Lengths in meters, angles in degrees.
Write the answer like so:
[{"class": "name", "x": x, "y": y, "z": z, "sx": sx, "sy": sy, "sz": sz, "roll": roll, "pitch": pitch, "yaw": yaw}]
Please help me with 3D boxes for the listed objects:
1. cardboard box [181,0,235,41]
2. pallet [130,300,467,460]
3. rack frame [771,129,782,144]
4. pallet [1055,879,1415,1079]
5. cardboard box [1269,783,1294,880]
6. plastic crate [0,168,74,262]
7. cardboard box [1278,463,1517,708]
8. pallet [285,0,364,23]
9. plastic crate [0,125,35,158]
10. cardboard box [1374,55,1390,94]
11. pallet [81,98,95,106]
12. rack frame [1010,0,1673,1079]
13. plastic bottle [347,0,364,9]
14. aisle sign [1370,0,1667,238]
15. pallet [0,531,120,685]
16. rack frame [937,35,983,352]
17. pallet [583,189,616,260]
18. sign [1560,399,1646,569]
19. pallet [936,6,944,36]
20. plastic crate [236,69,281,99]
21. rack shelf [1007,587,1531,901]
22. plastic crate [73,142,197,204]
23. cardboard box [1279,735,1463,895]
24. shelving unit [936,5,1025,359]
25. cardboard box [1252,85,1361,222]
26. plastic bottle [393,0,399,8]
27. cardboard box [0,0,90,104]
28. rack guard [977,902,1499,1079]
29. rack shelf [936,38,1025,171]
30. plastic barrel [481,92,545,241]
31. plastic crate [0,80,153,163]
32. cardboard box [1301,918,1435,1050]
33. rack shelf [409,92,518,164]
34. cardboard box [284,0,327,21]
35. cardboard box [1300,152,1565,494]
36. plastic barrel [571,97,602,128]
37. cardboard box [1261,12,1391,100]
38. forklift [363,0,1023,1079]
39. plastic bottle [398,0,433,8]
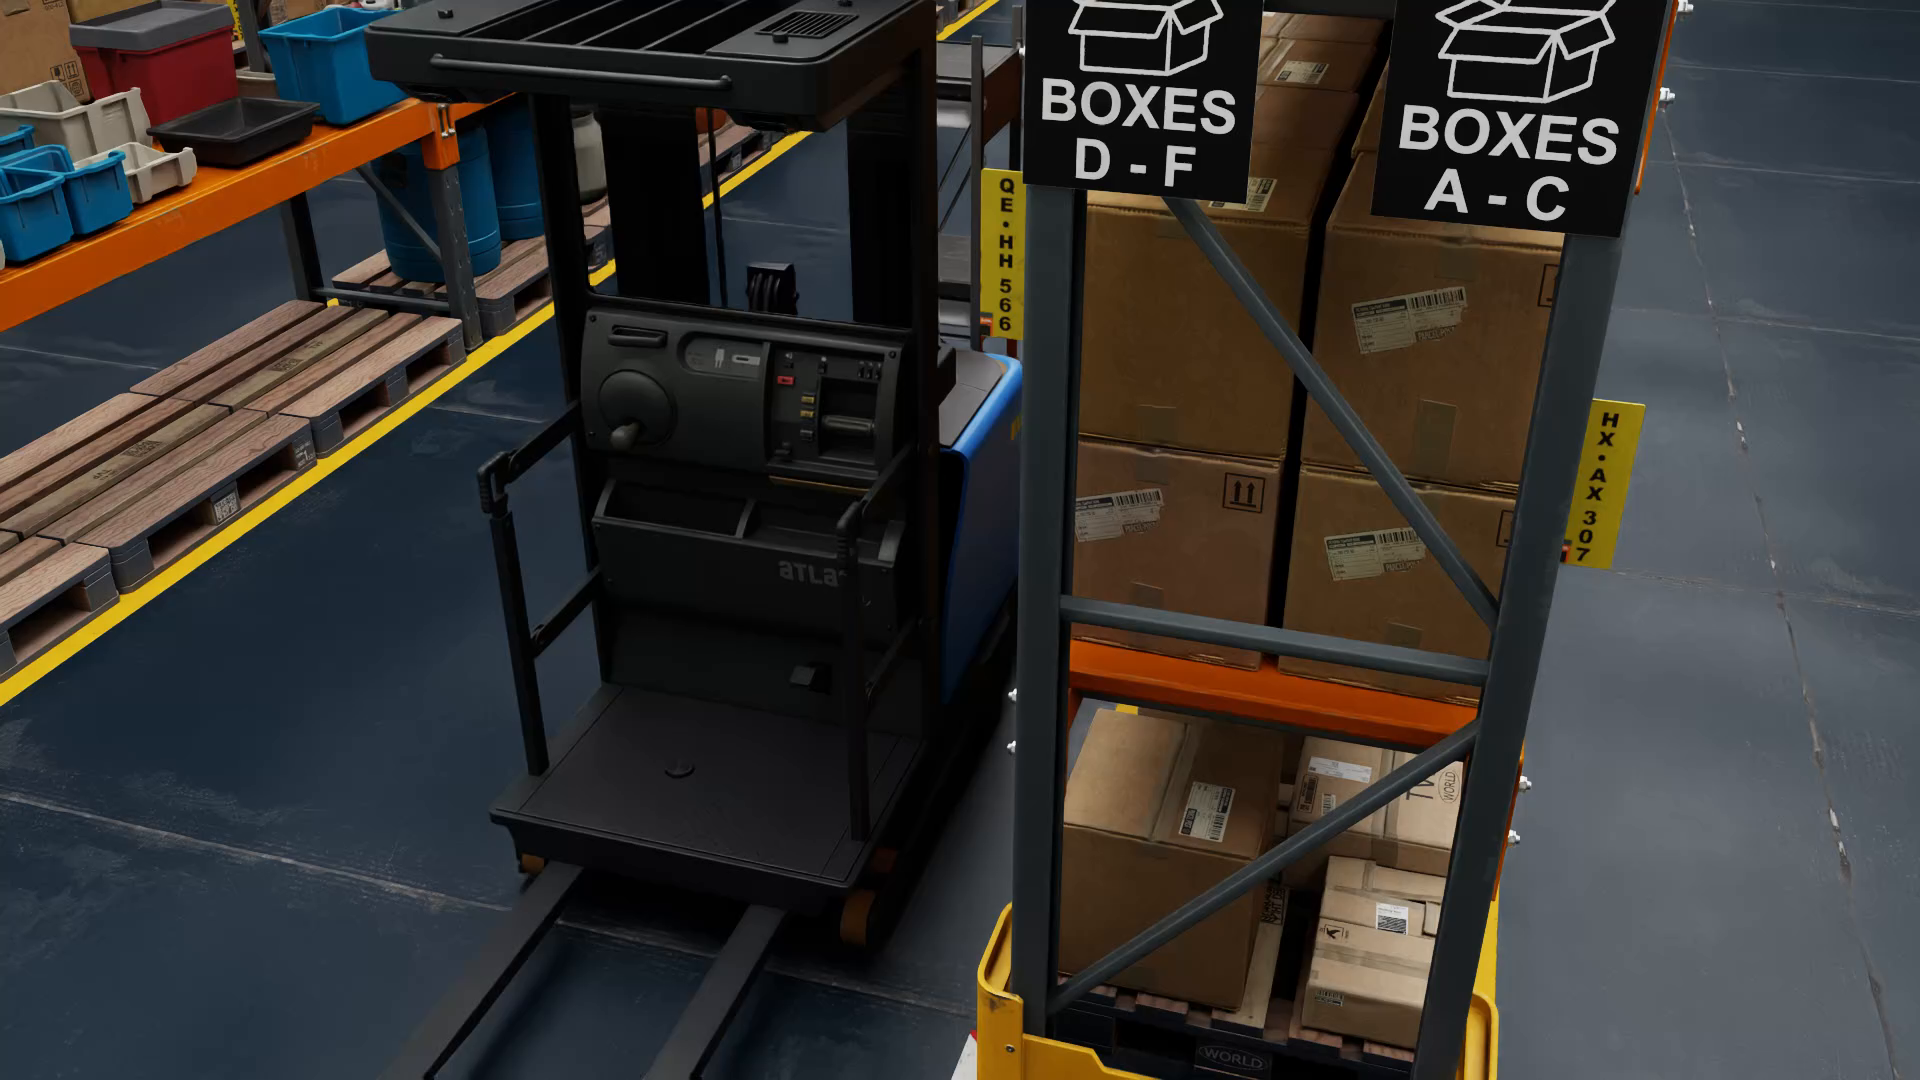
[{"class": "cardboard box", "x": -6.332, "y": -4.343, "z": 13.590, "sx": 0.700, "sy": 0.500, "sz": 0.500, "roll": 7, "pitch": 30, "yaw": 12}, {"class": "pallet", "x": -3.127, "y": -0.797, "z": 7.966, "sx": 1.003, "sy": 0.211, "sz": 1.213, "roll": 8, "pitch": 30, "yaw": 15}, {"class": "rack frame", "x": -1.774, "y": -4.222, "z": 11.254, "sx": 1.000, "sy": 3.000, "sz": 0.127, "roll": 8, "pitch": 30, "yaw": 15}, {"class": "pallet", "x": 0.867, "y": 1.017, "z": 4.704, "sx": 1.003, "sy": 0.211, "sz": 1.213, "roll": 8, "pitch": 30, "yaw": 15}, {"class": "cardboard box", "x": 0.741, "y": 0.787, "z": 4.711, "sx": 0.380, "sy": 0.166, "sz": 0.250, "roll": 8, "pitch": 30, "yaw": 15}, {"class": "plastic crate", "x": -3.349, "y": -1.137, "z": 5.818, "sx": 0.416, "sy": 0.233, "sz": 0.300, "roll": 8, "pitch": 30, "yaw": 15}, {"class": "cardboard box", "x": 0.994, "y": -0.008, "z": 3.576, "sx": 0.500, "sy": 0.500, "sz": 0.500, "roll": 9, "pitch": 30, "yaw": 16}, {"class": "pallet", "x": -5.918, "y": -4.638, "z": 14.870, "sx": 1.003, "sy": 0.211, "sz": 1.213, "roll": 8, "pitch": 30, "yaw": 15}, {"class": "plastic crate", "x": -3.765, "y": -1.448, "z": 6.378, "sx": 0.416, "sy": 0.233, "sz": 0.300, "roll": 8, "pitch": 30, "yaw": 15}, {"class": "cardboard box", "x": 1.292, "y": -0.921, "z": 4.188, "sx": 0.500, "sy": 0.500, "sz": 0.500, "roll": 9, "pitch": 30, "yaw": 16}, {"class": "pallet", "x": -6.813, "y": -3.354, "z": 12.563, "sx": 1.003, "sy": 0.211, "sz": 1.213, "roll": 8, "pitch": 30, "yaw": 15}, {"class": "rack frame", "x": 0.615, "y": 0.205, "z": 3.296, "sx": 0.949, "sy": 2.616, "sz": 0.053, "roll": 8, "pitch": 30, "yaw": 15}, {"class": "plastic bottle", "x": -3.118, "y": -2.655, "z": 8.558, "sx": 0.061, "sy": 0.283, "sz": 0.133, "roll": 8, "pitch": 30, "yaw": 15}, {"class": "aisle sign", "x": 0.872, "y": -0.858, "z": 2.532, "sx": 0.394, "sy": 0.787, "sz": 0.004, "roll": 8, "pitch": 30, "yaw": 15}, {"class": "pallet", "x": -3.843, "y": 0.337, "z": 5.927, "sx": 1.003, "sy": 0.211, "sz": 1.213, "roll": 8, "pitch": 30, "yaw": 15}, {"class": "rack frame", "x": -0.120, "y": -0.727, "z": 5.897, "sx": 0.400, "sy": 2.100, "sz": 0.015, "roll": 8, "pitch": 30, "yaw": 15}, {"class": "pallet", "x": -2.326, "y": -2.066, "z": 10.246, "sx": 1.003, "sy": 0.211, "sz": 1.213, "roll": 8, "pitch": 30, "yaw": 15}, {"class": "sign", "x": 1.130, "y": -0.096, "z": 2.947, "sx": 0.100, "sy": 0.325, "sz": 0.005, "roll": 8, "pitch": 30, "yaw": 15}, {"class": "pallet", "x": -0.794, "y": -4.492, "z": 14.607, "sx": 1.003, "sy": 0.211, "sz": 1.213, "roll": 8, "pitch": 30, "yaw": 15}, {"class": "plastic crate", "x": -3.222, "y": -2.078, "z": 7.609, "sx": 0.396, "sy": 0.136, "sz": 0.243, "roll": 8, "pitch": 30, "yaw": 15}, {"class": "rack shelf", "x": 1.199, "y": -0.411, "z": 5.142, "sx": 1.077, "sy": 0.370, "sz": 4.000, "roll": 8, "pitch": 30, "yaw": 15}, {"class": "plastic crate", "x": -3.172, "y": -1.422, "z": 6.430, "sx": 0.293, "sy": 0.136, "sz": 0.466, "roll": 8, "pitch": 30, "yaw": 15}, {"class": "cardboard box", "x": 1.189, "y": 0.769, "z": 4.657, "sx": 0.500, "sy": 0.250, "sz": 0.500, "roll": 8, "pitch": 30, "yaw": 15}, {"class": "shelving unit", "x": -0.049, "y": -0.841, "z": 6.101, "sx": 0.431, "sy": 2.100, "sz": 0.503, "roll": 8, "pitch": 30, "yaw": 15}, {"class": "cardboard box", "x": 0.627, "y": -0.757, "z": 3.894, "sx": 0.500, "sy": 0.500, "sz": 0.500, "roll": 9, "pitch": 30, "yaw": 16}, {"class": "plastic bottle", "x": -2.991, "y": -2.815, "z": 8.776, "sx": 0.144, "sy": 0.351, "sz": 0.185, "roll": 8, "pitch": 30, "yaw": 15}, {"class": "cardboard box", "x": -7.001, "y": -3.453, "z": 11.625, "sx": 1.225, "sy": 0.875, "sz": 0.875, "roll": 9, "pitch": 30, "yaw": 15}, {"class": "rack guard", "x": 0.634, "y": 1.262, "z": 3.968, "sx": 1.175, "sy": 0.500, "sz": 0.348, "roll": 8, "pitch": 30, "yaw": 15}, {"class": "rack shelf", "x": -0.049, "y": -1.440, "z": 5.768, "sx": 0.431, "sy": 0.518, "sz": 0.480, "roll": 8, "pitch": 30, "yaw": 15}, {"class": "plastic barrel", "x": -2.565, "y": -2.209, "z": 9.362, "sx": 0.600, "sy": 0.901, "sz": 0.708, "roll": 8, "pitch": 30, "yaw": 15}, {"class": "plastic crate", "x": -3.573, "y": -1.654, "z": 6.698, "sx": 0.437, "sy": 0.282, "sz": 0.530, "roll": 8, "pitch": 30, "yaw": 15}, {"class": "cardboard box", "x": 1.063, "y": 1.113, "z": 4.145, "sx": 0.380, "sy": 0.149, "sz": 0.250, "roll": 8, "pitch": 30, "yaw": 15}, {"class": "rack shelf", "x": -2.361, "y": -2.978, "z": 9.758, "sx": 1.077, "sy": 0.370, "sz": 4.000, "roll": 8, "pitch": 30, "yaw": 15}, {"class": "cardboard box", "x": -6.021, "y": -4.867, "z": 14.532, "sx": 0.700, "sy": 0.500, "sz": 0.500, "roll": 11, "pitch": 31, "yaw": 19}, {"class": "cardboard box", "x": 0.994, "y": -0.445, "z": 3.332, "sx": 0.500, "sy": 0.500, "sz": 0.500, "roll": 9, "pitch": 30, "yaw": 16}, {"class": "plastic barrel", "x": -2.233, "y": -2.597, "z": 10.381, "sx": 0.600, "sy": 0.588, "sz": 0.708, "roll": 8, "pitch": 30, "yaw": 15}, {"class": "cardboard box", "x": 0.925, "y": -1.237, "z": 4.757, "sx": 0.500, "sy": 0.500, "sz": 0.500, "roll": 9, "pitch": 30, "yaw": 16}, {"class": "forklift", "x": -0.667, "y": -0.352, "z": 4.367, "sx": 1.130, "sy": 2.935, "sz": 3.031, "roll": 8, "pitch": 30, "yaw": 15}, {"class": "plastic bottle", "x": -2.854, "y": -2.795, "z": 8.739, "sx": 0.144, "sy": 0.351, "sz": 0.185, "roll": 8, "pitch": 30, "yaw": 15}]
